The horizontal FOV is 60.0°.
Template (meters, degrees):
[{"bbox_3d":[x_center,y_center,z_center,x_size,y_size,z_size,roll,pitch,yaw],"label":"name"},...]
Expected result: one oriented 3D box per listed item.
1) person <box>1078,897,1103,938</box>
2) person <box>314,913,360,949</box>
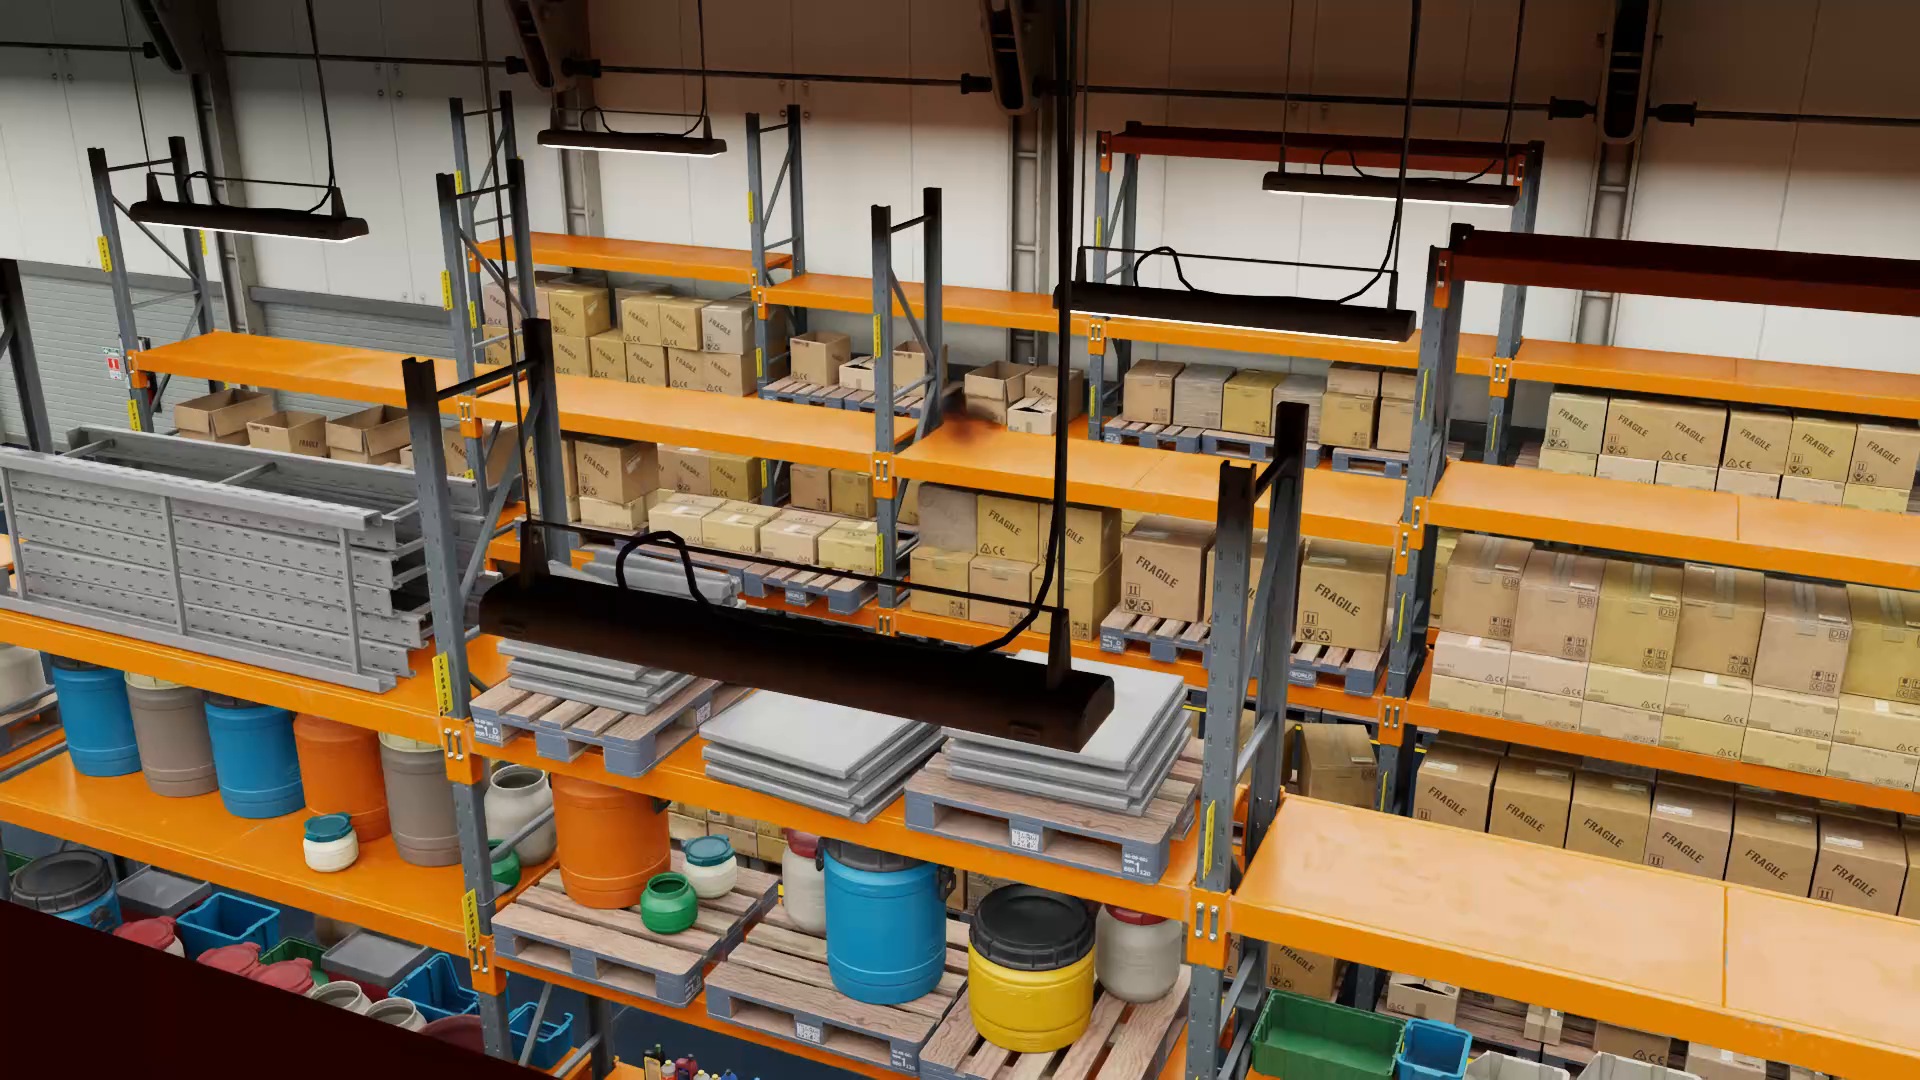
[{"bbox_3d":[0.752,3.062,12.119,1.128,1.671,0.581,6,21,15],"label":"person"},{"bbox_3d":[-4.626,2.870,12.565,0.594,1.727,0.425,6,21,17],"label":"person"}]
